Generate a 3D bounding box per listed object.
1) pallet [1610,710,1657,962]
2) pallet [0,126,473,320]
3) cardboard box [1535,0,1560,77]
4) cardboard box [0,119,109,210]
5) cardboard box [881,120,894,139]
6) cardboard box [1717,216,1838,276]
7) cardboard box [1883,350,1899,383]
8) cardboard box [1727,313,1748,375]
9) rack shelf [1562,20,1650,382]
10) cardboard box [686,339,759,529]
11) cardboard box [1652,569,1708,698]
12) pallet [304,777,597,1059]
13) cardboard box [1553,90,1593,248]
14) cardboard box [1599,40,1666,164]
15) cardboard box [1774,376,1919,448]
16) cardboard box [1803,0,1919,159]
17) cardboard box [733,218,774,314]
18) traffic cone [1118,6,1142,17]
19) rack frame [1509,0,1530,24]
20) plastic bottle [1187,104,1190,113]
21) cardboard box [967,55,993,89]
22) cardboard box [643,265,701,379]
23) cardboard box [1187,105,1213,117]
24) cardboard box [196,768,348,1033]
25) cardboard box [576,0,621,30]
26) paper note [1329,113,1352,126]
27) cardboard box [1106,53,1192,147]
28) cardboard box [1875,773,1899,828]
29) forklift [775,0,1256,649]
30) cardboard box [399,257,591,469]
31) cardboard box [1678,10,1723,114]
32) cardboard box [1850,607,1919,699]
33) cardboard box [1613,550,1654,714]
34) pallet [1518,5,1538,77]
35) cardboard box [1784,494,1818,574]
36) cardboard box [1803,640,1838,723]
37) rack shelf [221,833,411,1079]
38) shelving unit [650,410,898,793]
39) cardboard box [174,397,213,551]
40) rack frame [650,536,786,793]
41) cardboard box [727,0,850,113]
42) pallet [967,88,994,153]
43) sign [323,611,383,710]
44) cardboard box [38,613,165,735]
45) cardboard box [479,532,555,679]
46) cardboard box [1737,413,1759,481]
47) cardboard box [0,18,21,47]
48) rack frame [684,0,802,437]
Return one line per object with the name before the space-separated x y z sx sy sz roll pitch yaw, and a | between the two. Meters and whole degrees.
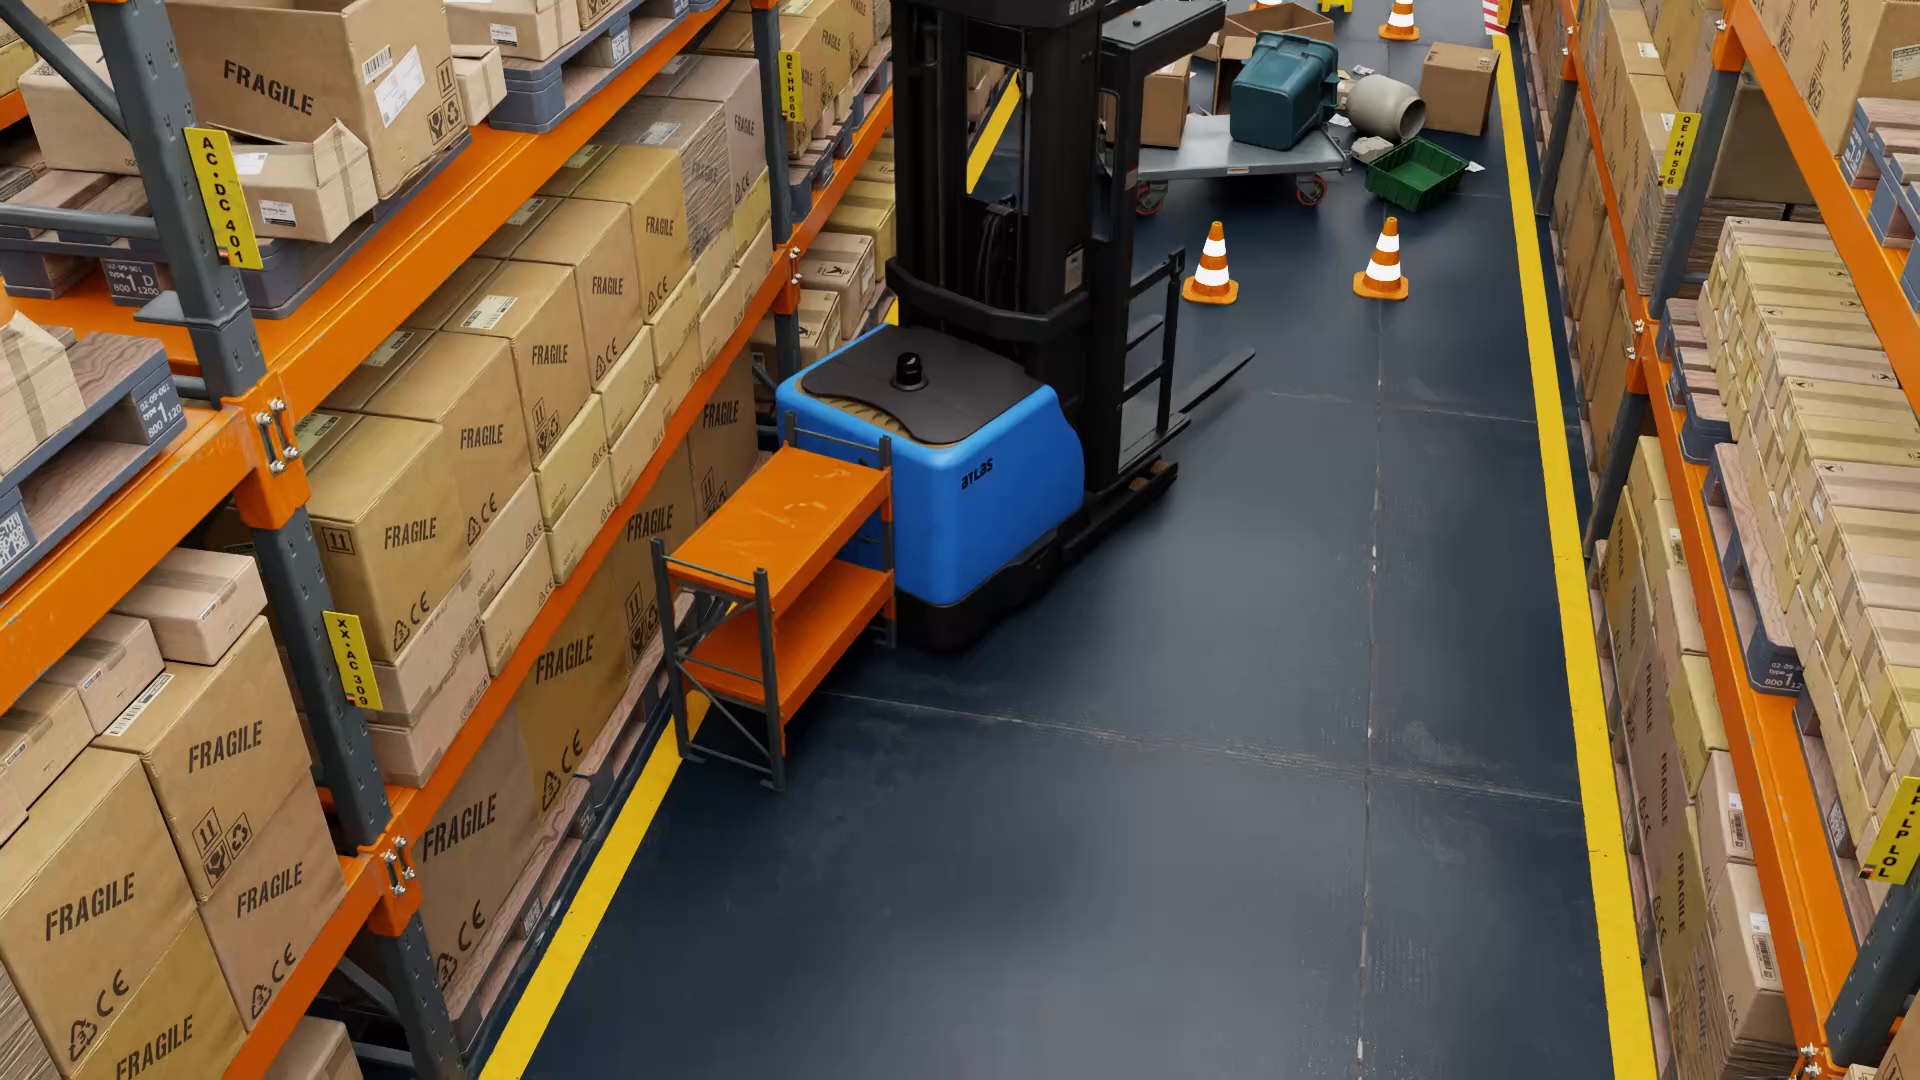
pallet | 3.118 1.182 6.439 1.003 0.211 1.213 7 37 10
pallet | -2.015 -1.030 4.722 0.805 0.209 1.217 6 36 8
cardboard box | 4.991 -4.086 12.785 0.875 0.875 0.875 7 36 9
cardboard box | -5.880 -2.215 10.415 0.875 0.625 0.625 8 37 11
cardboard box | -0.564 -2.753 11.374 0.950 0.372 0.625 8 37 11
cardboard box | 3.260 -1.158 6.641 0.380 0.149 0.250 7 37 10
cardboard box | 3.838 -0.678 6.485 0.380 0.149 0.250 7 37 10
cardboard box | 3.140 -0.720 6.290 0.380 0.149 0.250 6 36 9
rack shelf | 3.976 -1.947 8.994 1.077 0.370 4.000 7 37 10
cardboard box | -1.537 -0.579 7.945 0.875 0.875 0.875 7 37 10
cardboard box | 2.939 0.384 6.297 0.500 0.250 0.500 8 37 10
pallet | -2.072 1.316 6.255 1.003 0.211 1.213 7 37 10
cardboard box | 4.359 -2.277 10.395 1.050 0.750 0.750 7 37 10
cardboard box | 3.703 -2.291 8.770 0.500 0.500 0.500 8 37 11
cardboard box | 2.982 -0.407 5.605 0.380 0.149 0.250 8 37 11
cardboard box | 2.965 -1.478 5.092 0.500 0.500 0.500 7 37 10
cardboard box | -1.163 -1.271 7.576 0.500 0.250 0.500 6 36 8
traffic cone | 1.569 -4.806 14.486 0.336 0.463 0.334 7 37 10
rack frame | 5.258 -5.678 13.529 1.000 3.000 0.127 7 37 10
plastic bottle | 1.654 -3.263 12.700 0.133 0.061 0.283 14 38 18
cardboard box | -0.064 -3.613 12.025 0.500 0.500 0.500 9 37 12
cardboard box | -1.359 -0.896 6.632 0.500 0.250 0.500 6 36 9
cardboard box | 1.817 -3.039 12.217 0.258 0.266 0.396 -17 39 -22
cardboard box | -2.012 0.896 4.372 0.500 0.500 0.500 8 37 10
cardboard box | -1.402 -2.033 5.500 0.500 0.500 0.500 8 37 10
paper note | 2.906 -3.188 12.629 0.172 0.023 0.155 20 41 26
cardboard box | 1.291 -3.036 11.368 0.500 0.500 0.500 7 37 10
cardboard box | 2.587 0.759 4.249 0.380 0.149 0.250 8 37 11
forklift | 0.469 -1.503 7.826 1.130 2.935 3.031 25 43 30
cardboard box | -1.597 -0.605 5.592 0.500 0.500 0.500 6 36 9
cardboard box | 3.761 -2.084 7.632 0.700 0.500 0.500 7 36 9
cardboard box | 2.703 0.335 4.581 0.380 0.149 0.250 6 36 8
cardboard box | 3.045 0.412 6.897 0.500 0.500 0.500 8 37 11
pallet | 5.163 -4.081 13.701 1.003 0.211 1.213 7 37 10
cardboard box | 2.865 0.003 5.292 0.380 0.149 0.250 7 37 10
cardboard box | 2.750 0.445 4.936 0.380 0.149 0.250 6 36 8
rack shelf | -2.590 2.076 3.442 1.077 0.370 4.000 7 37 10
shelving unit | -0.734 0.240 6.960 0.538 1.125 1.048 15 39 20
cardboard box | -2.313 -0.094 4.887 0.500 0.500 0.500 8 37 11
rack frame | -0.949 0.511 6.587 0.500 1.125 0.032 15 39 20
cardboard box | -0.882 -2.514 8.466 0.500 0.500 0.500 9 37 12
pallet | -0.345 -3.208 12.497 1.003 0.211 1.213 7 37 10
sign | -1.620 0.325 4.441 0.100 0.325 0.005 7 37 10
cardboard box | -2.080 0.285 3.811 0.380 0.149 0.250 8 37 11
cardboard box | -1.702 0.183 5.569 0.500 0.250 0.500 6 36 9
cardboard box | 3.031 -0.313 5.982 0.380 0.149 0.250 8 37 11
cardboard box | -5.717 -2.927 9.434 0.500 0.250 0.500 8 37 11
rack frame | -1.309 -1.655 7.977 1.000 3.000 0.127 7 37 10
